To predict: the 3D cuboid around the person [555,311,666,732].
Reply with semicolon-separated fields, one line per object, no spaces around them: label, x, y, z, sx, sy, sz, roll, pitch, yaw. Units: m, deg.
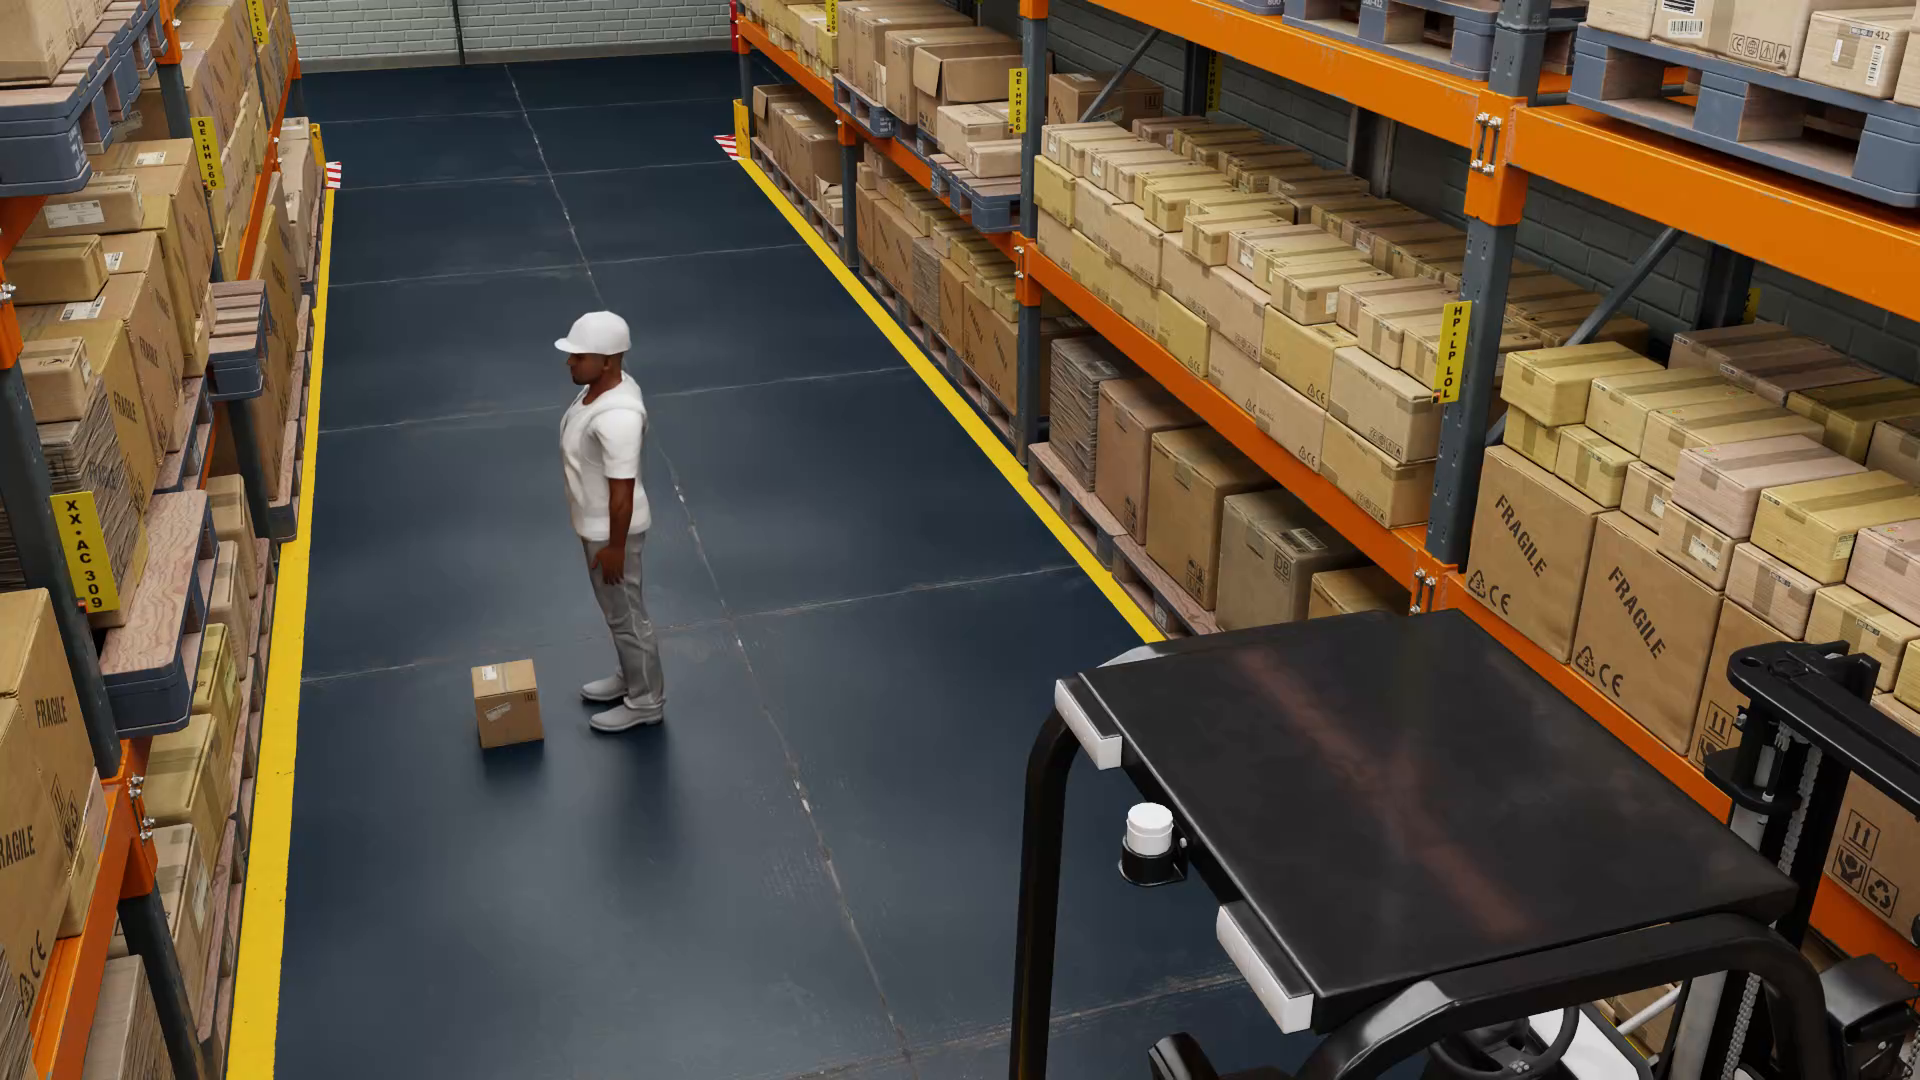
person;-1.416;-0.068;6.710;0.368;1.766;0.562;-8;27;-15
